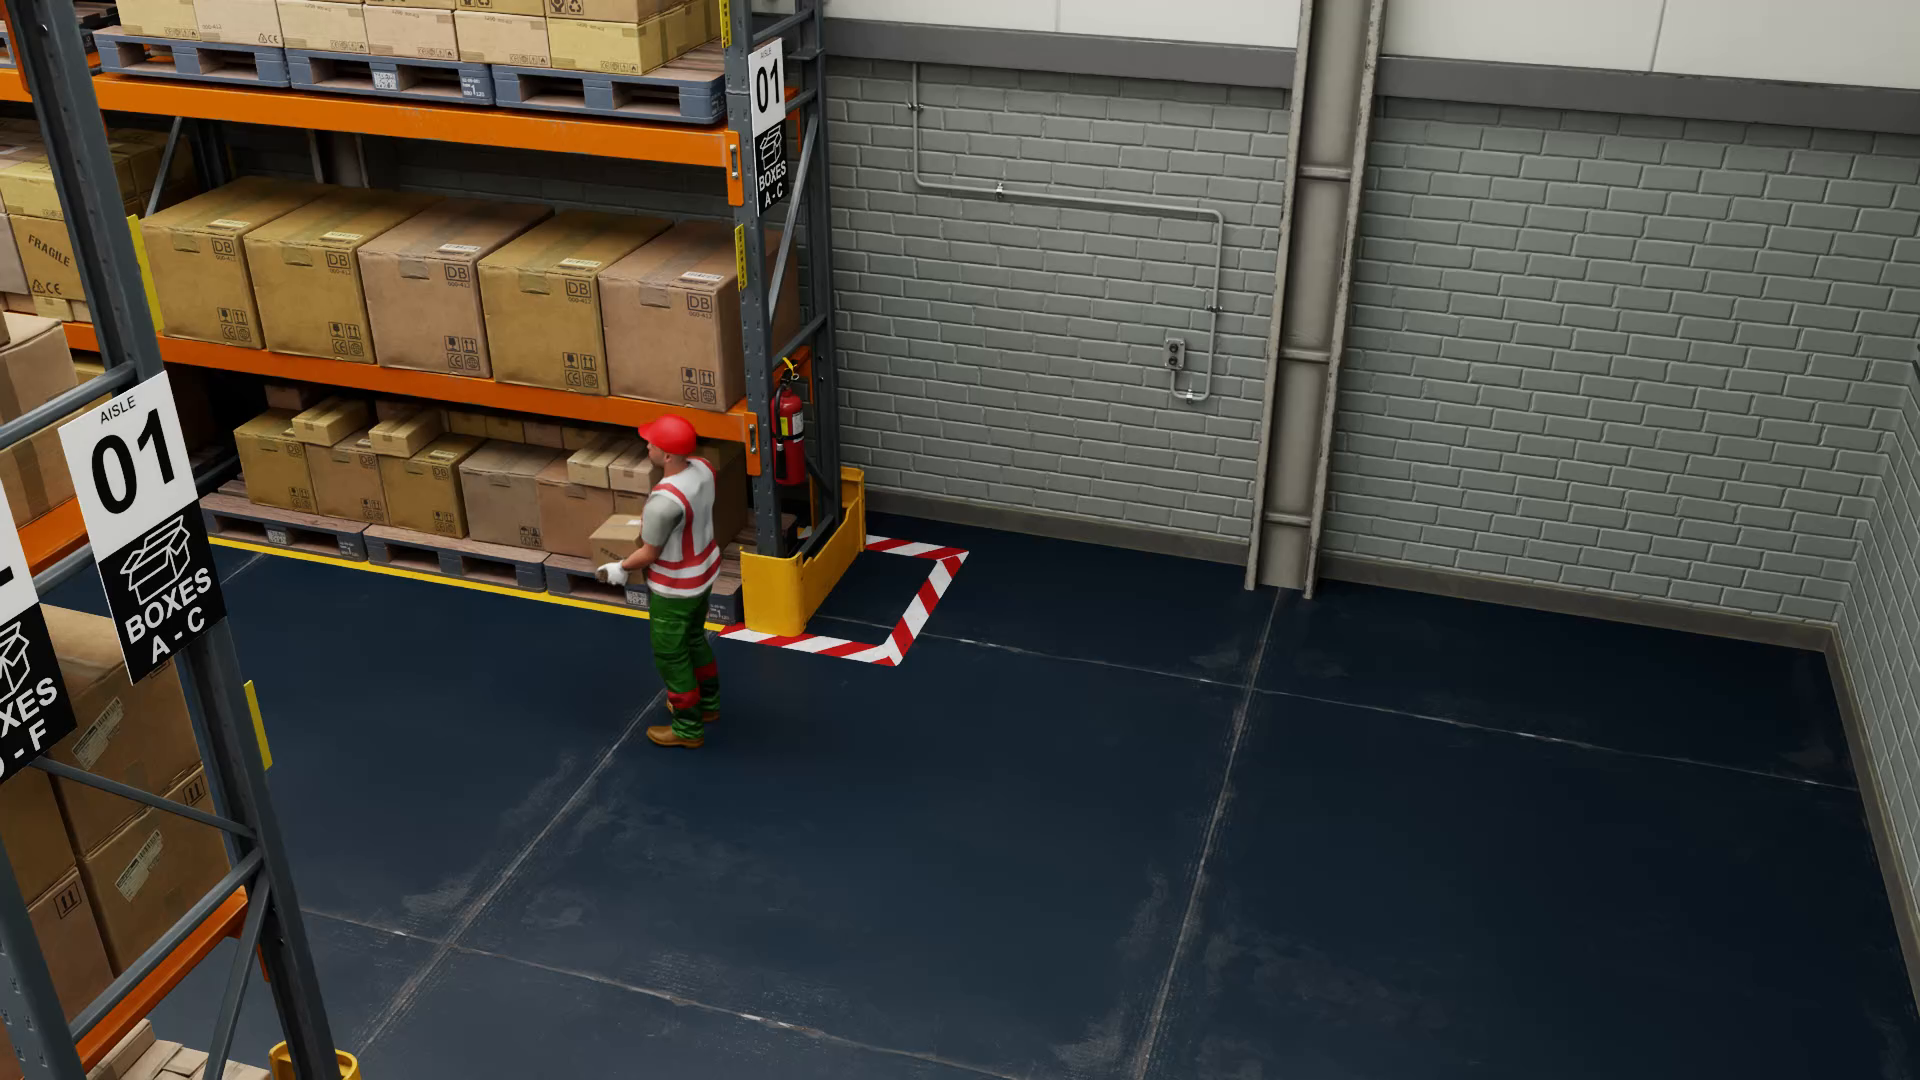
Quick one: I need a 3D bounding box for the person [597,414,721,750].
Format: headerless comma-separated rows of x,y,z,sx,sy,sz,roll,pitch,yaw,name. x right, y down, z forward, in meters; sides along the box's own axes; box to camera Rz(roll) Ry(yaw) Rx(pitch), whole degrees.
-1.454,0.187,8.144,0.547,1.793,0.519,8,30,15,person
